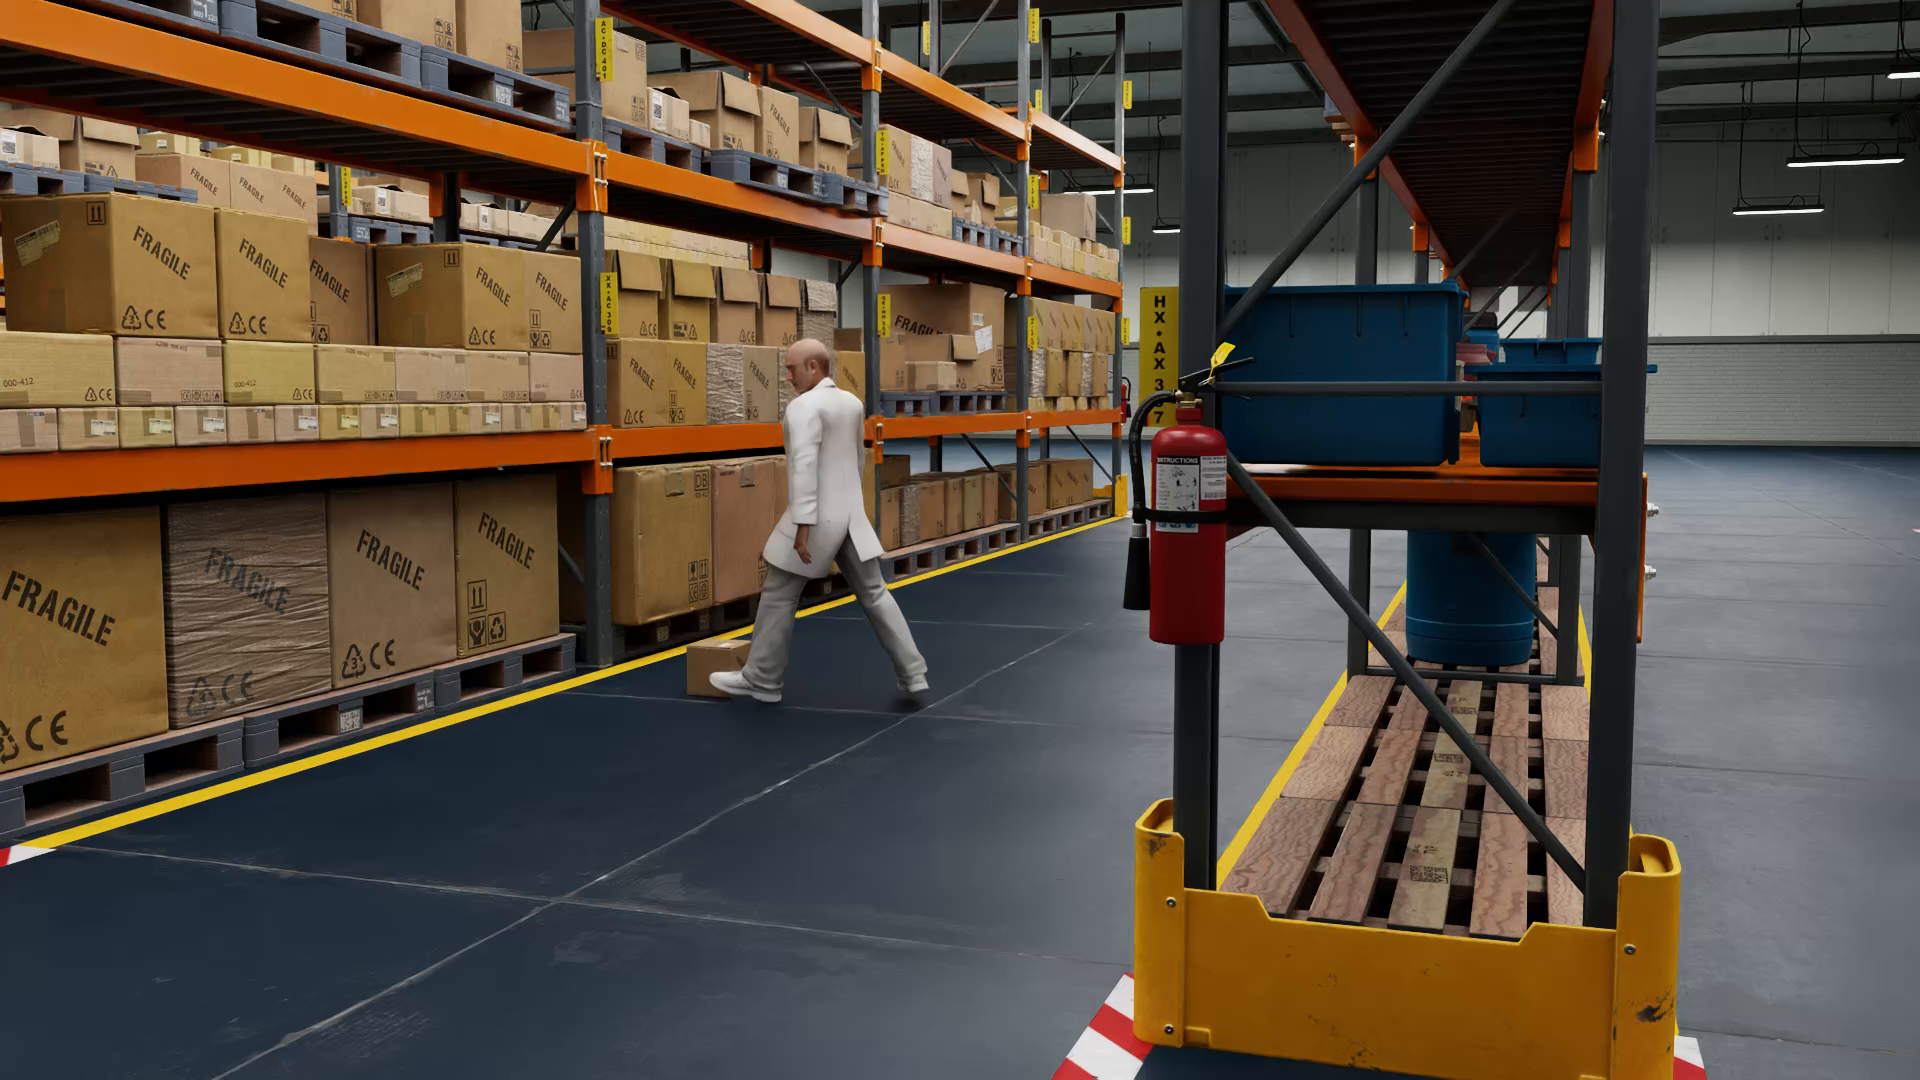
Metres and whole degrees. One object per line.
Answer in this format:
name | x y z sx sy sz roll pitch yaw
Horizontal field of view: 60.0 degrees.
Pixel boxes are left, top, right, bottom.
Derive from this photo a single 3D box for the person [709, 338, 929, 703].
person | -0.633 -0.092 8.005 0.998 1.744 0.704 4 6 37
